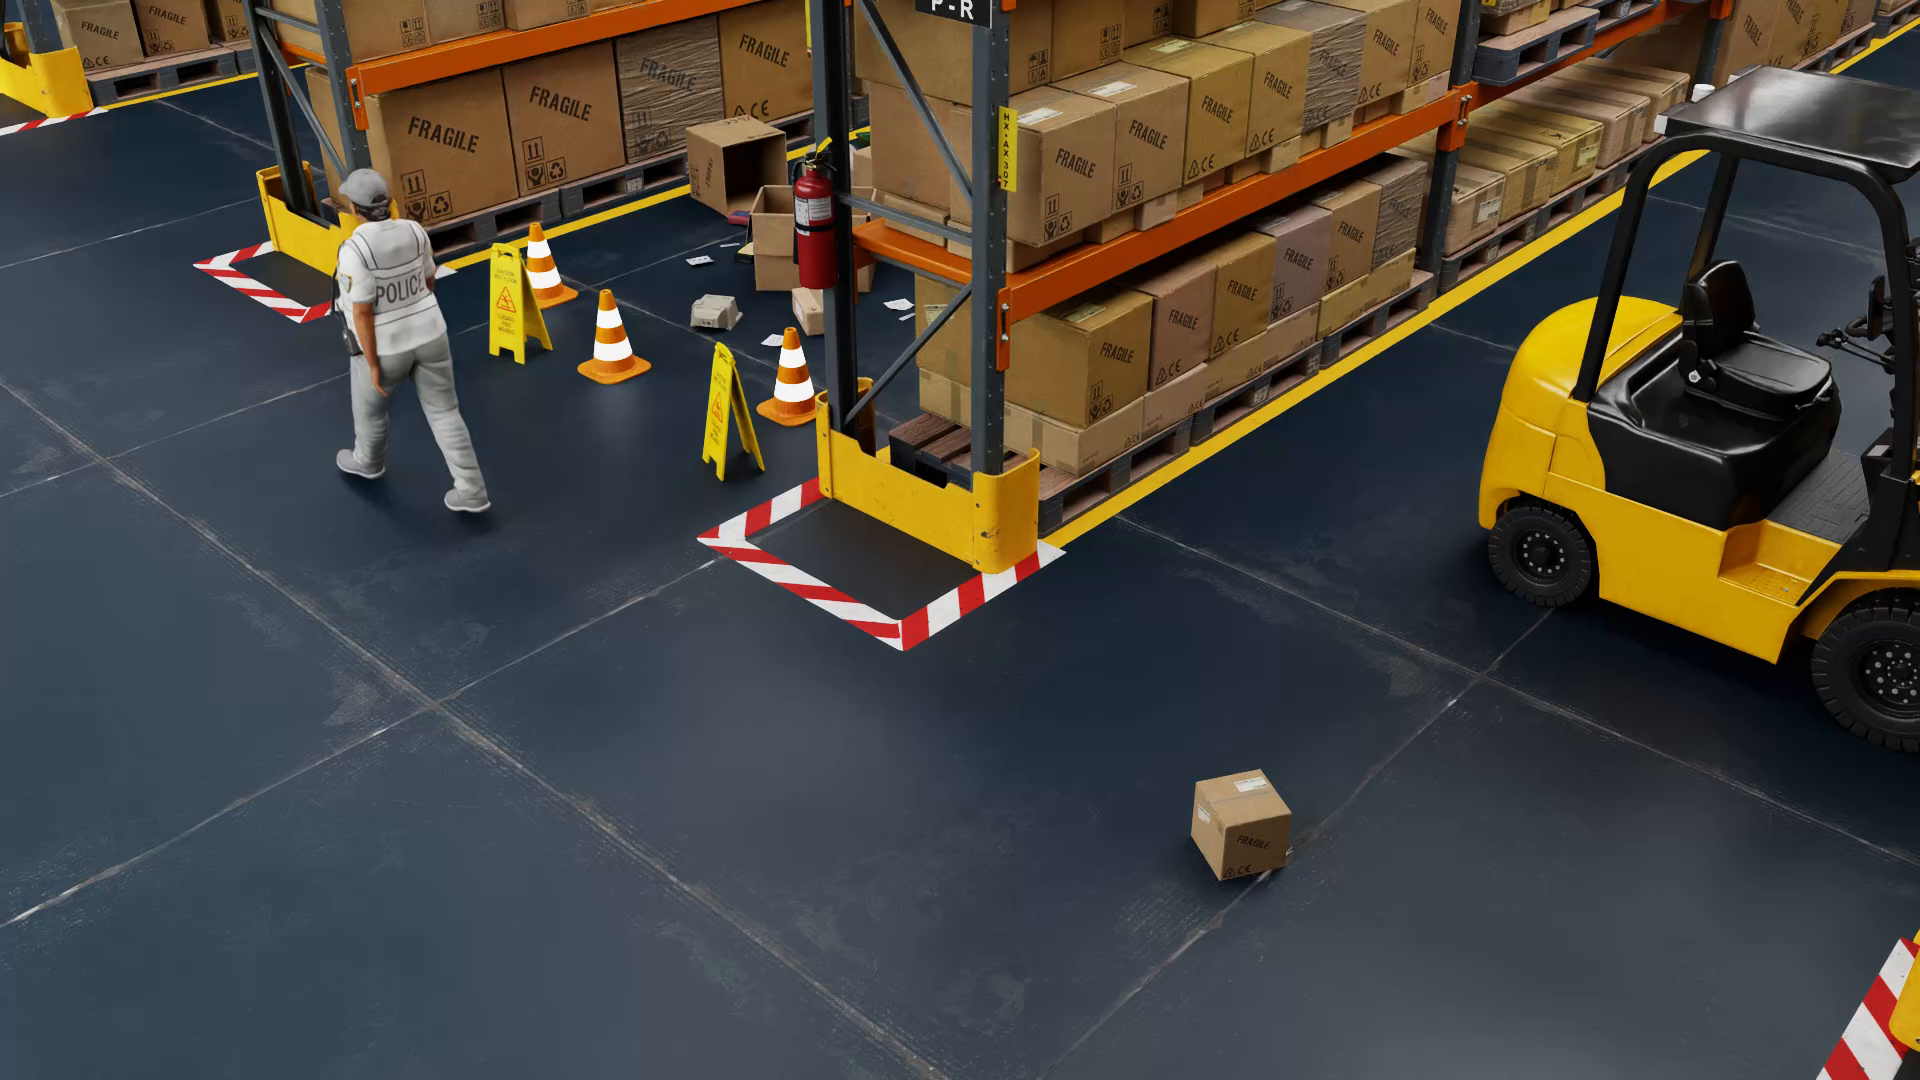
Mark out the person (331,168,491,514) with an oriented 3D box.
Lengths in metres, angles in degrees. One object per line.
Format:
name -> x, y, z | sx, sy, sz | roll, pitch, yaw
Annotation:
person -> -2.603, -0.944, 7.658 | 1.028, 1.596, 0.496 | 27, 41, 37
